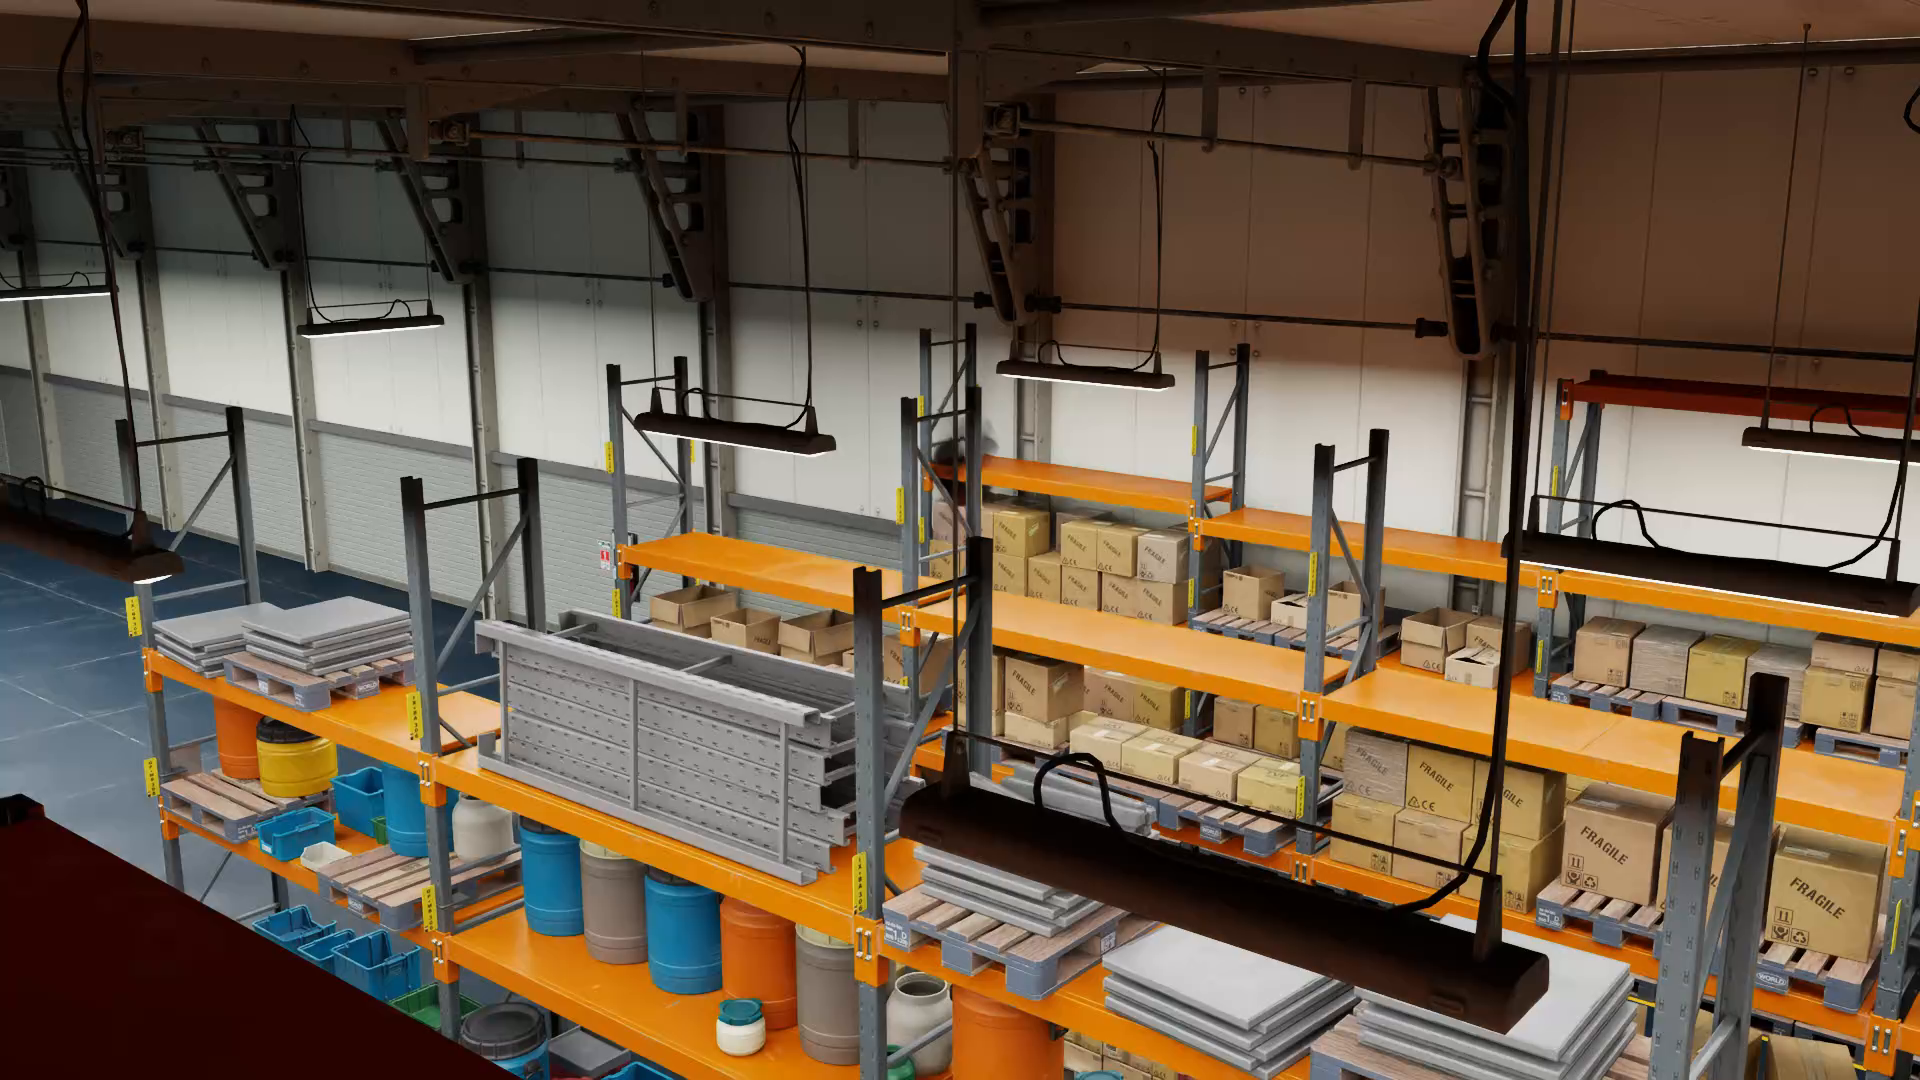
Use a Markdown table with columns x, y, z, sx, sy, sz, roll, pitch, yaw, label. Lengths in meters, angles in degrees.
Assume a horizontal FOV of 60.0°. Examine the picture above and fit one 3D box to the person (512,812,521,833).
| x | y | z | sx | sy | sz | roll | pitch | yaw | label |
| --- | --- | --- | --- | --- | --- | --- | --- | --- | --- |
| -4.943 | 2.943 | 19.337 | 0.578 | 1.745 | 0.745 | -2 | 13 | -10 | person |
